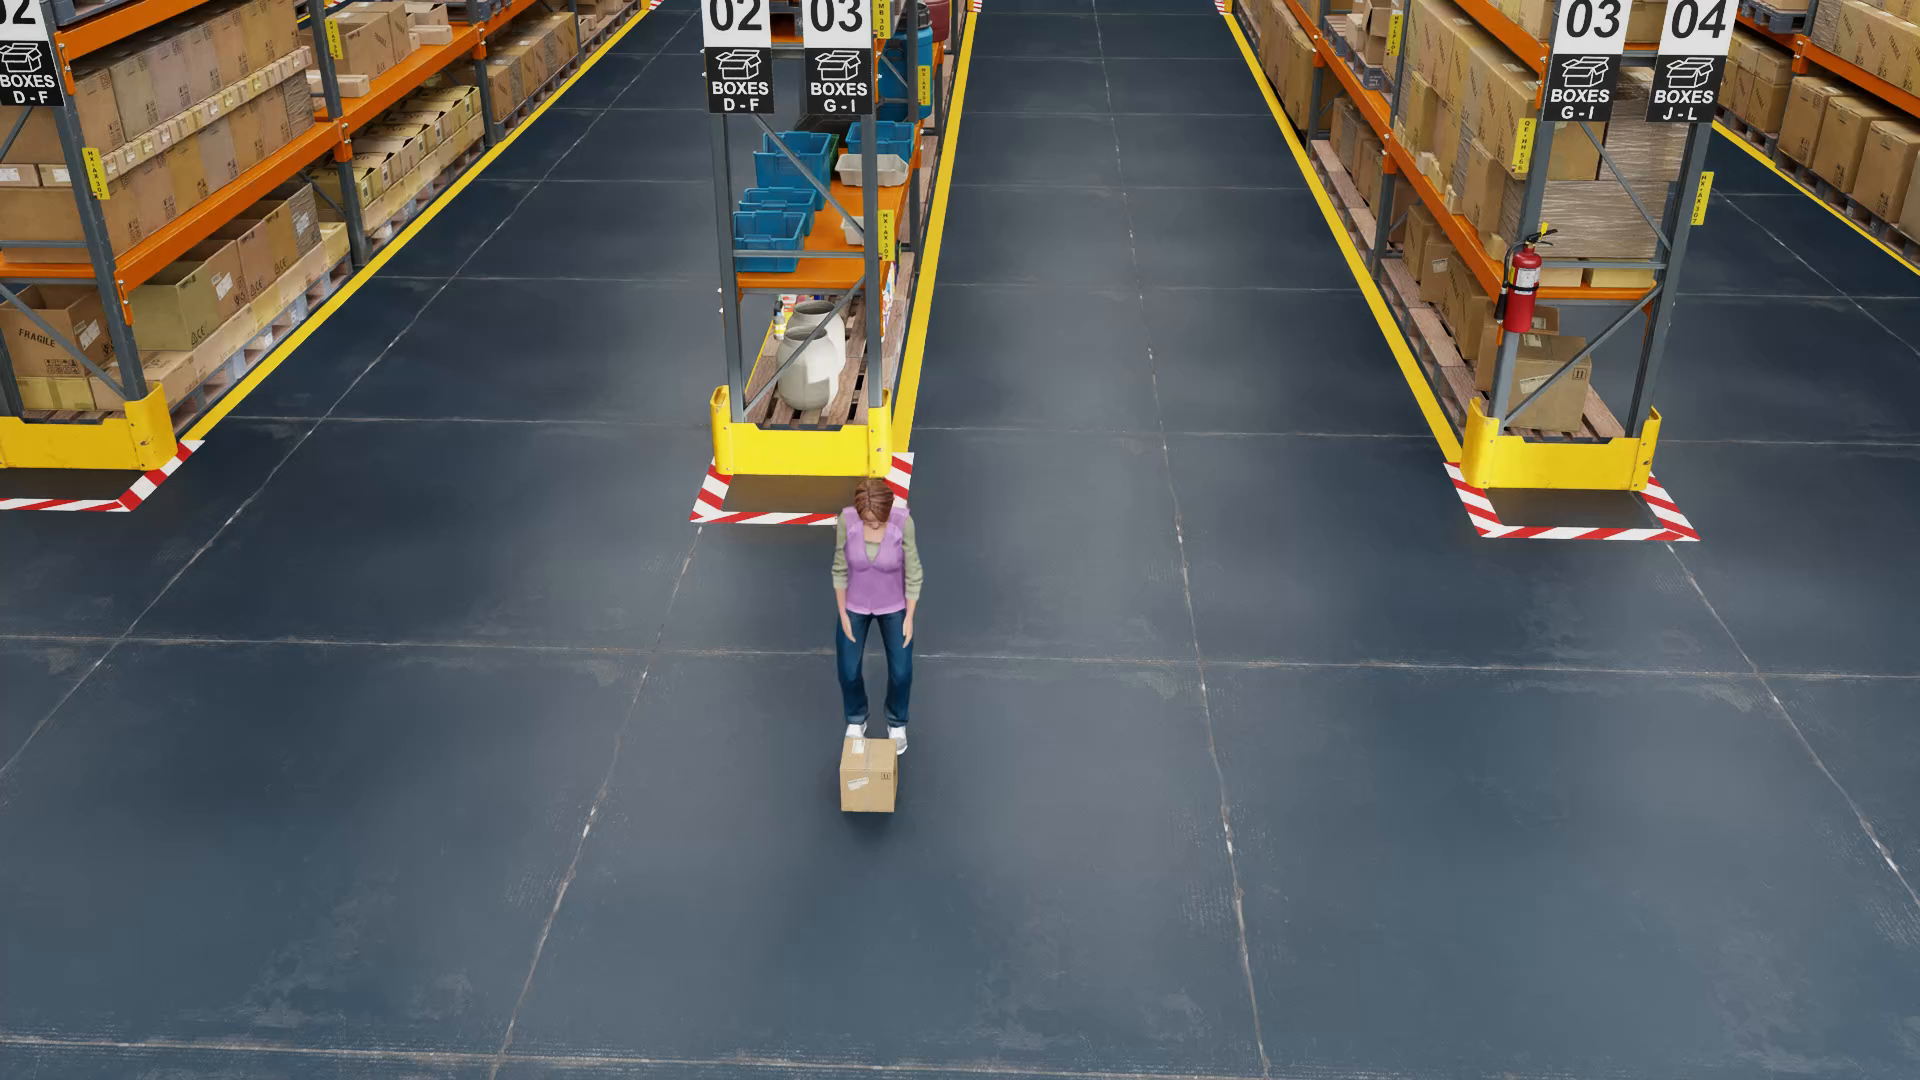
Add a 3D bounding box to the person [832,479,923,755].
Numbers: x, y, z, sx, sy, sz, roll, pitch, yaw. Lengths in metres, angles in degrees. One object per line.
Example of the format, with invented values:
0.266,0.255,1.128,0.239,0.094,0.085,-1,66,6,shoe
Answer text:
-0.394,0.350,8.071,0.437,1.526,0.437,2,28,3,person
